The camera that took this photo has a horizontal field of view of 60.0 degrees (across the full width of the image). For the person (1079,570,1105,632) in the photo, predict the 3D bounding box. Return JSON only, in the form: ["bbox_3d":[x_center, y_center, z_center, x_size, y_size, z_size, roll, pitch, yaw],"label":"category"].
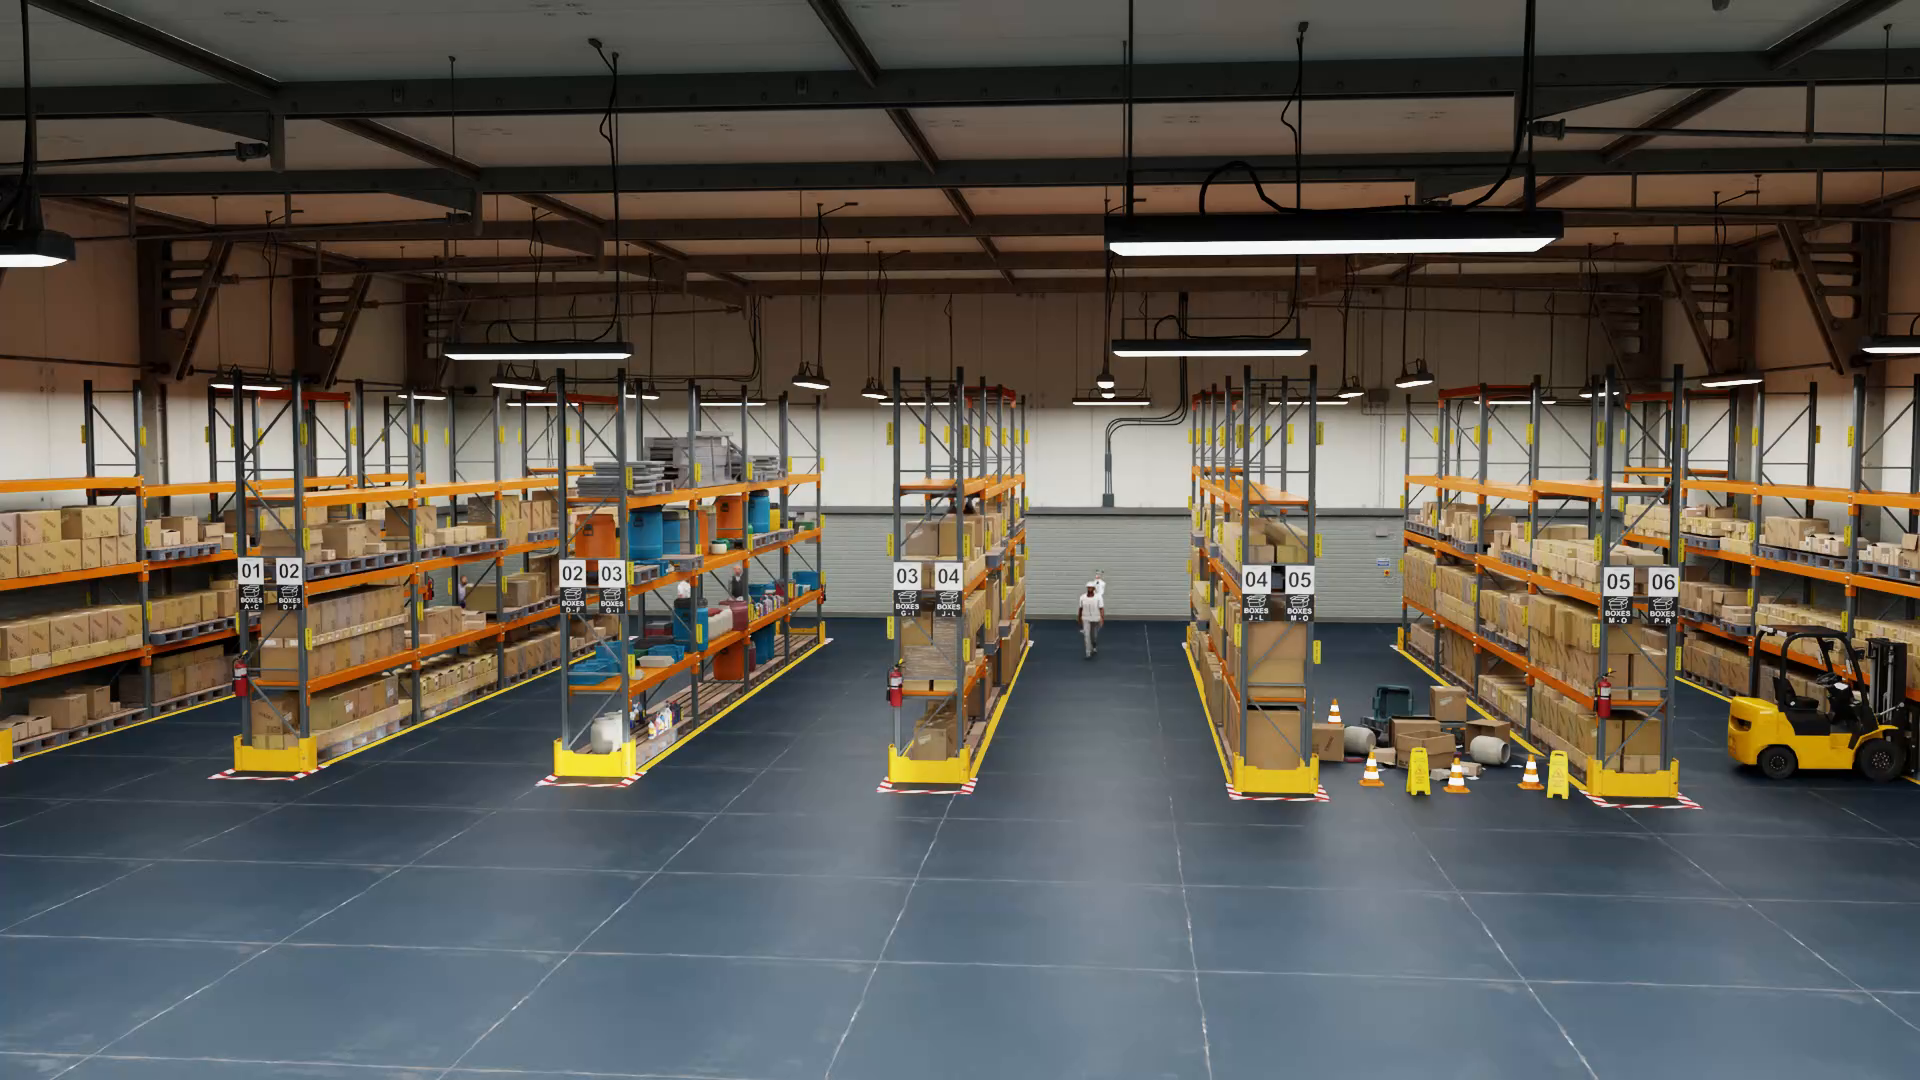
[{"bbox_3d":[3.422,1.572,42.713,0.703,1.622,0.536,-2,4,-32],"label":"person"}]

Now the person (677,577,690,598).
[{"bbox_3d":[-6.563,1.630,40.284,0.422,1.813,0.562,1,4,22],"label":"person"}]

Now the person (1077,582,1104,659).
[{"bbox_3d":[2.972,1.806,37.735,0.597,1.723,1.080,0,4,2],"label":"person"}]

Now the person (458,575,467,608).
[{"bbox_3d":[-12.219,1.658,40.922,0.460,1.602,0.950,0,4,1],"label":"person"}]

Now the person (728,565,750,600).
[{"bbox_3d":[-5.665,1.522,42.863,0.614,1.746,0.483,0,4,-1],"label":"person"}]
